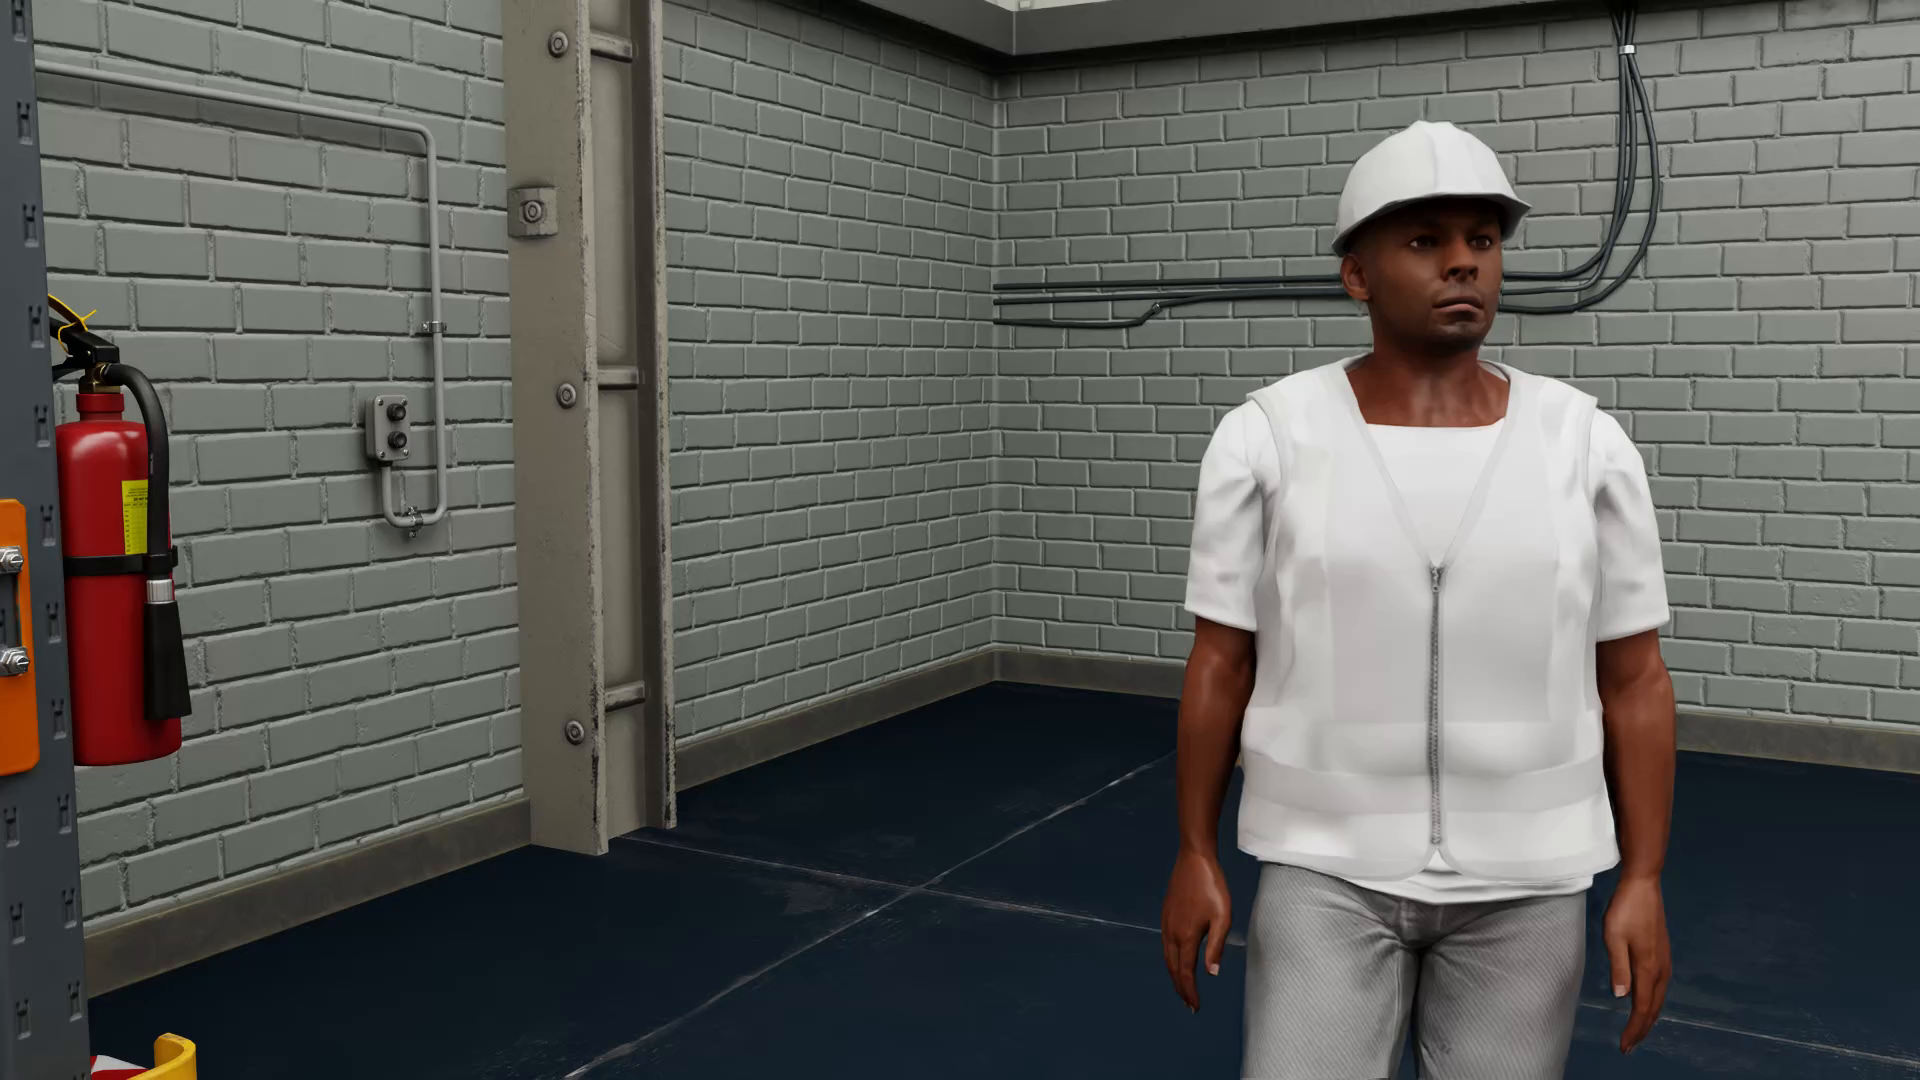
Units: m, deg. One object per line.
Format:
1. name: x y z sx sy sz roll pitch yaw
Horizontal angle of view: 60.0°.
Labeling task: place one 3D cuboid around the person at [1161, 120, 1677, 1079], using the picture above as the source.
1. person: 0.535 0.396 1.945 0.597 1.756 0.484 1 6 8
